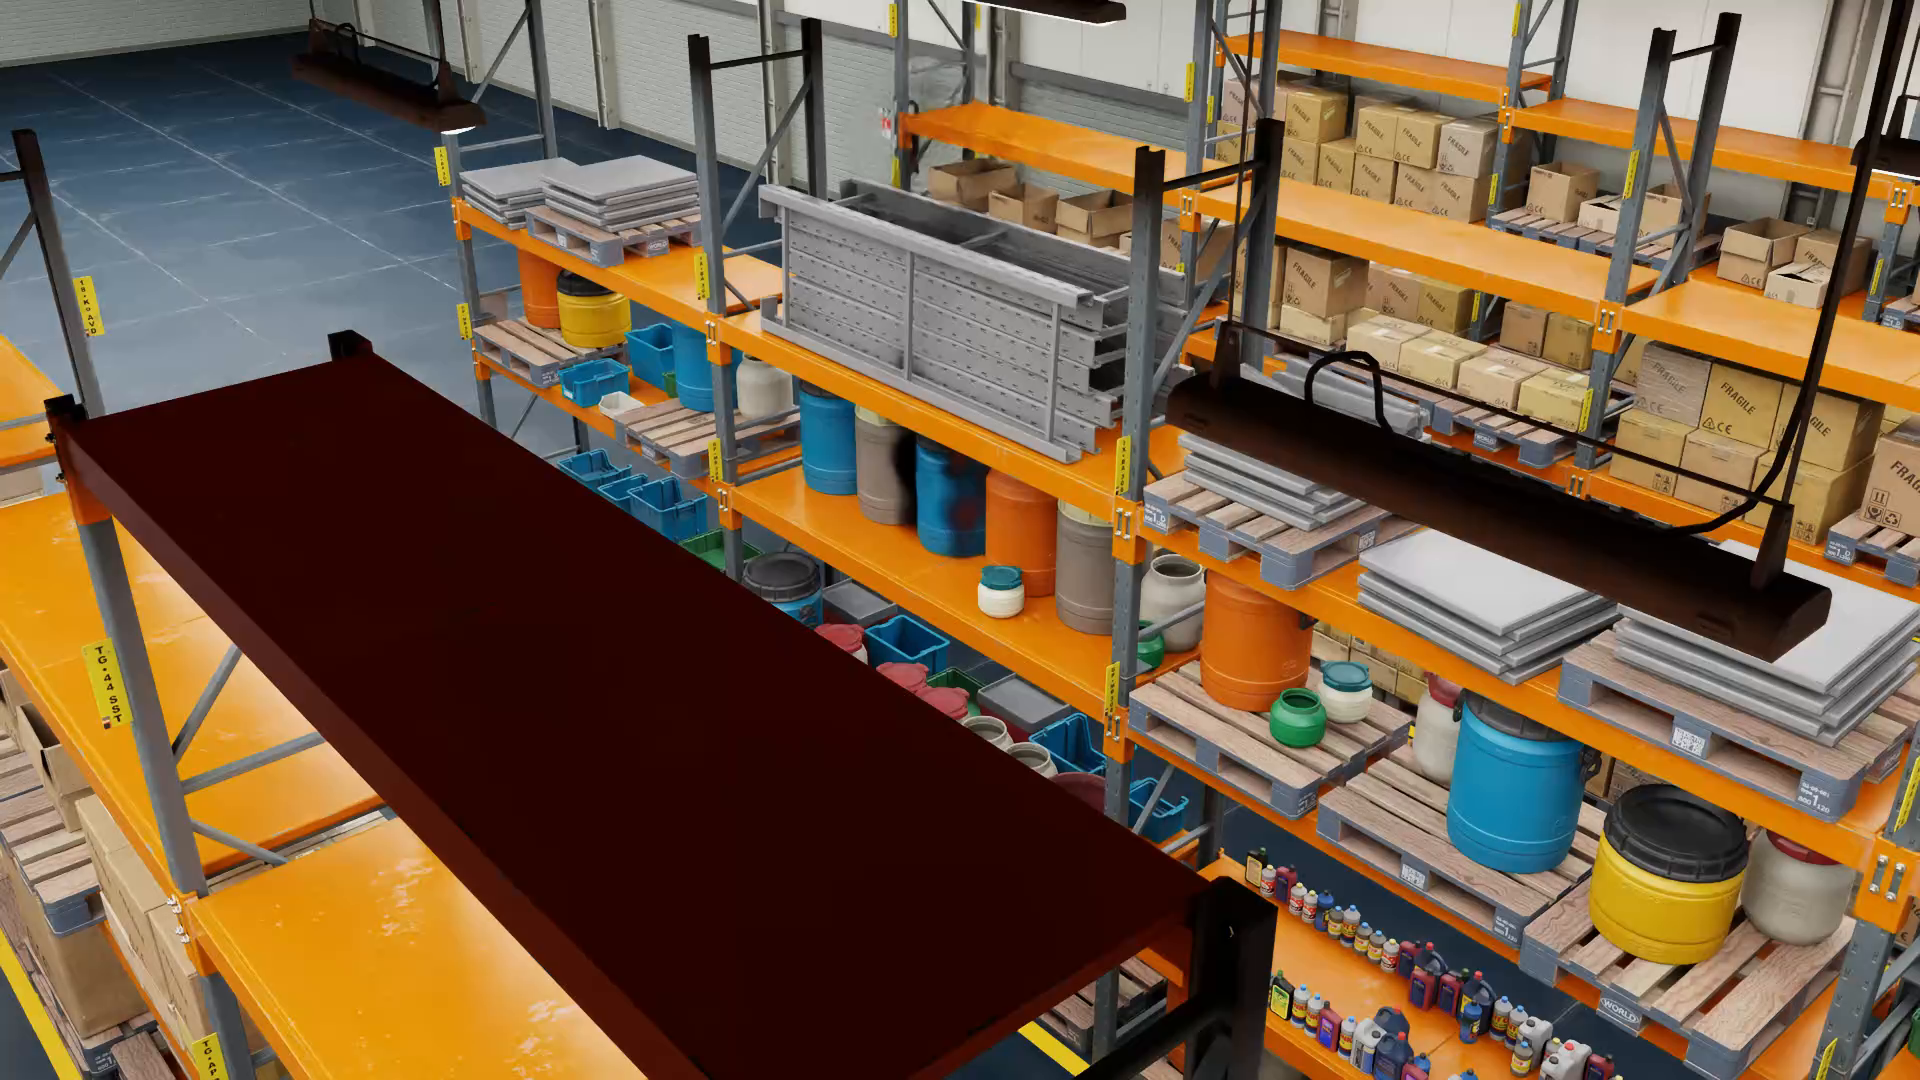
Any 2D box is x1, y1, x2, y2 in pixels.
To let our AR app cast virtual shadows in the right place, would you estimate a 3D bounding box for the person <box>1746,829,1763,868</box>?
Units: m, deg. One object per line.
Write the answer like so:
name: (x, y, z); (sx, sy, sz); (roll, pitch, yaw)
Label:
person: (5.019, 2.587, 10.679); (0.563, 1.666, 0.801); (-22, 35, -37)
